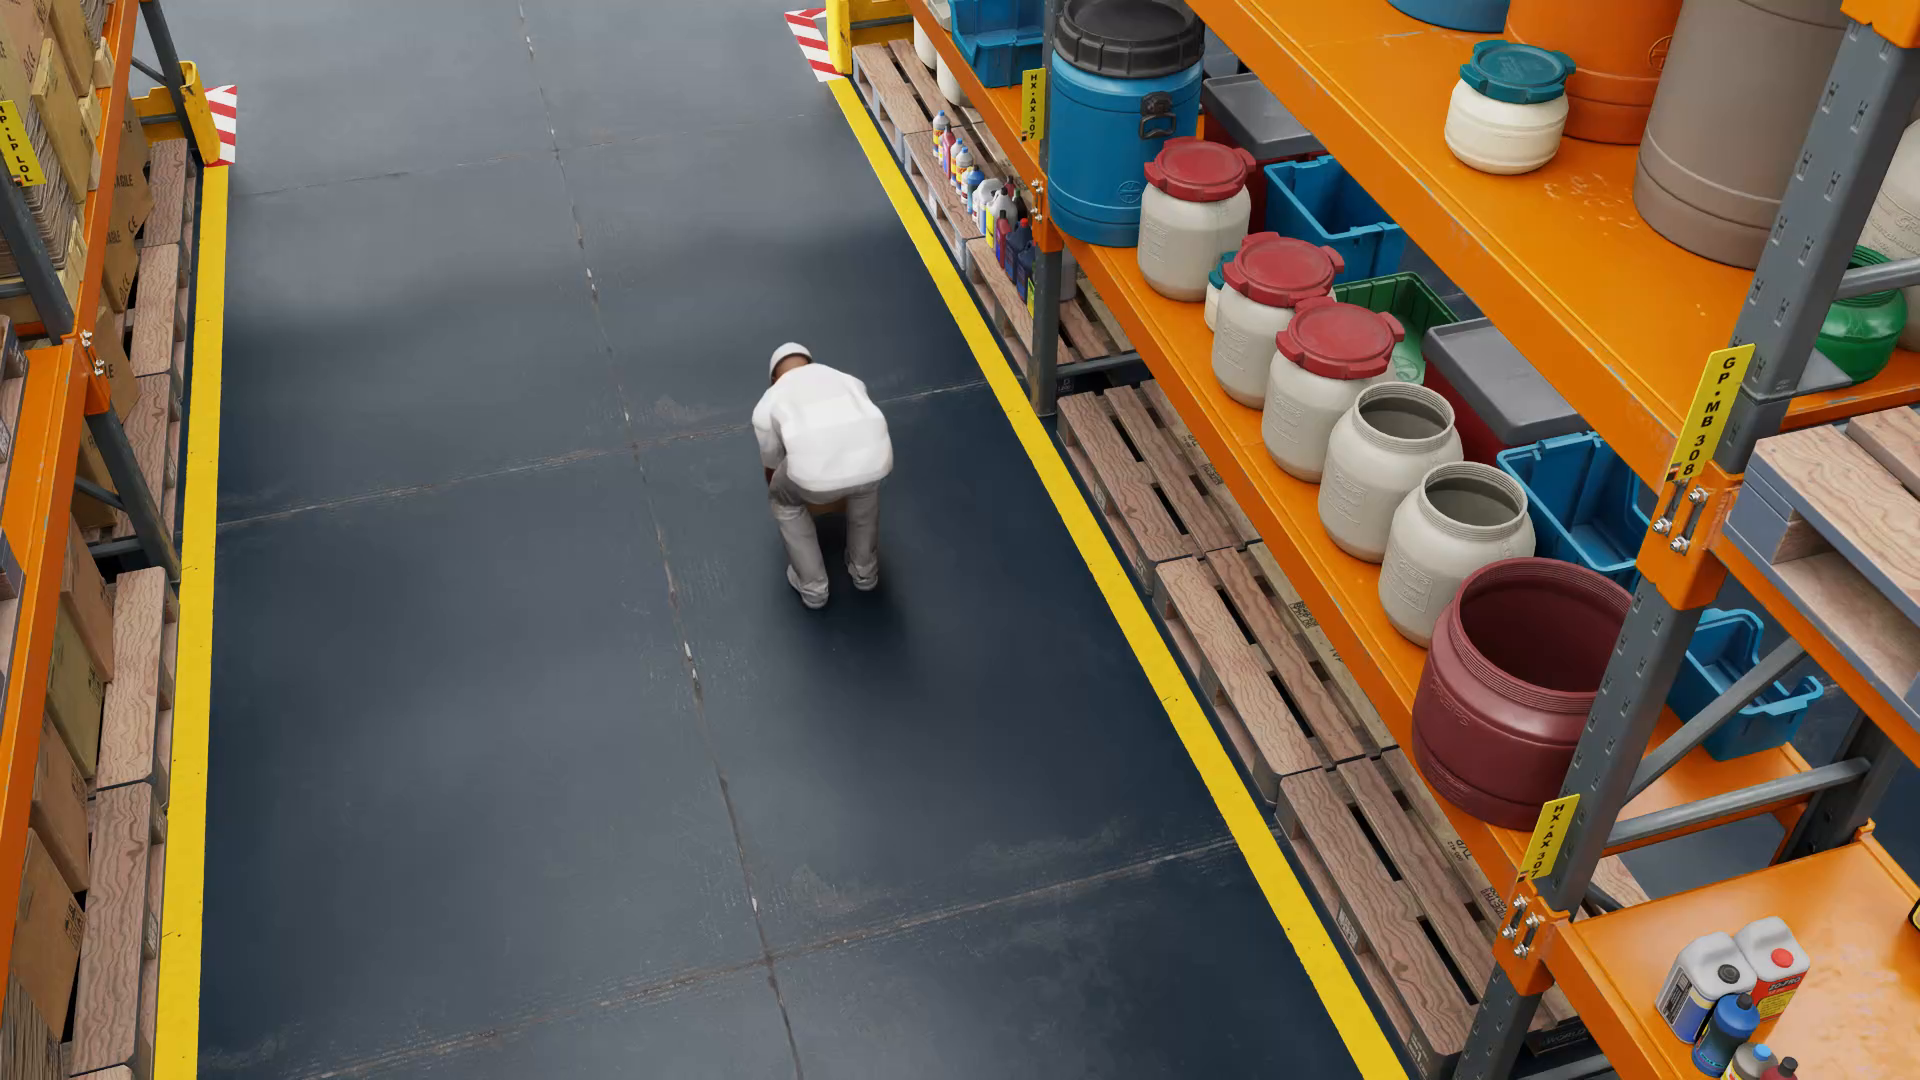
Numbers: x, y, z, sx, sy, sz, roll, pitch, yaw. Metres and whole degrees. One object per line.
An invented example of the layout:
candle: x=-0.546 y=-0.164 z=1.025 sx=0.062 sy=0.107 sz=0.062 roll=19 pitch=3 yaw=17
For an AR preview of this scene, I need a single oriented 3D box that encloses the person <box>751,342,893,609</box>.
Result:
person: x=-0.598 y=-0.307 z=7.048 sx=0.490 sy=1.006 sz=0.976 roll=-14 pitch=44 yaw=-15
